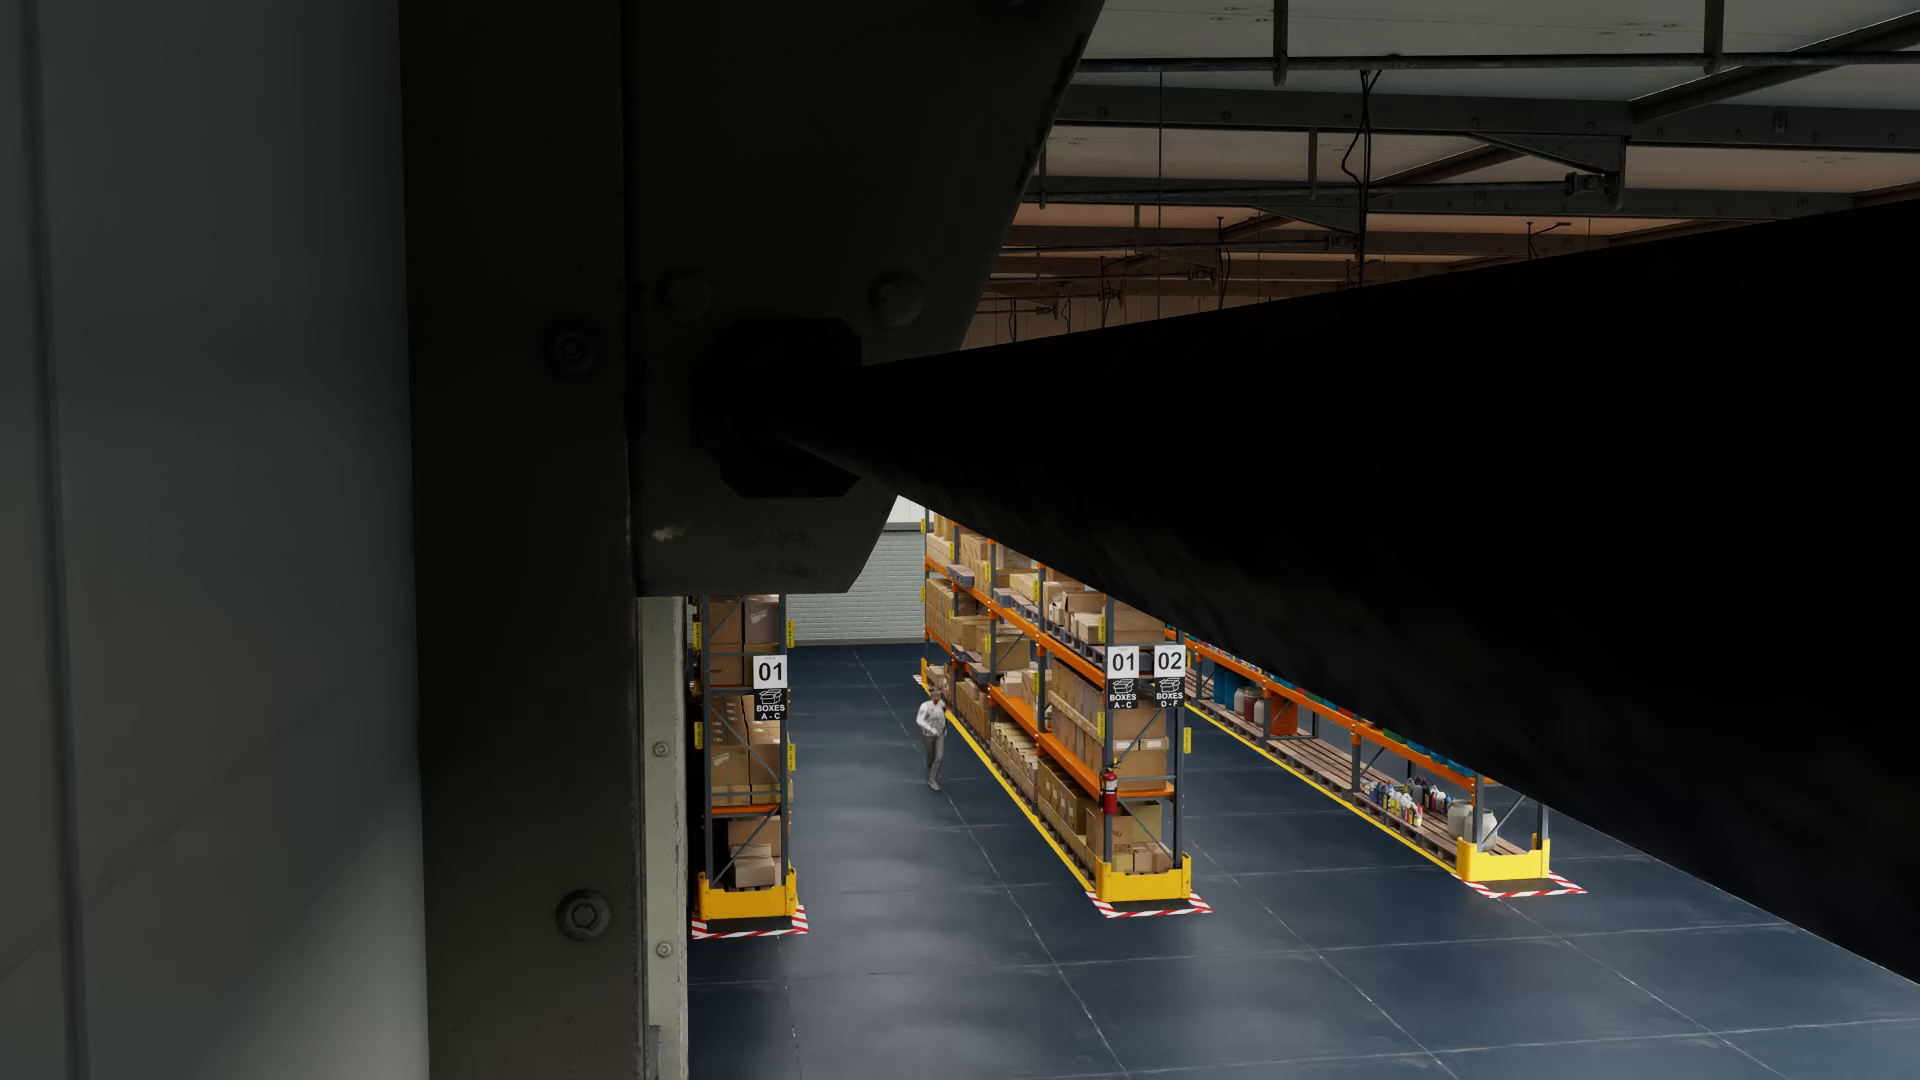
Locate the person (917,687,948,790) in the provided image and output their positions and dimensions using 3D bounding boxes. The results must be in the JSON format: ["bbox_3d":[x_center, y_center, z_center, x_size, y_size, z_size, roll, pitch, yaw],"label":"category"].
[{"bbox_3d":[-0.458,3.145,26.856,0.586,1.650,0.801,-1,5,-16],"label":"person"}]
